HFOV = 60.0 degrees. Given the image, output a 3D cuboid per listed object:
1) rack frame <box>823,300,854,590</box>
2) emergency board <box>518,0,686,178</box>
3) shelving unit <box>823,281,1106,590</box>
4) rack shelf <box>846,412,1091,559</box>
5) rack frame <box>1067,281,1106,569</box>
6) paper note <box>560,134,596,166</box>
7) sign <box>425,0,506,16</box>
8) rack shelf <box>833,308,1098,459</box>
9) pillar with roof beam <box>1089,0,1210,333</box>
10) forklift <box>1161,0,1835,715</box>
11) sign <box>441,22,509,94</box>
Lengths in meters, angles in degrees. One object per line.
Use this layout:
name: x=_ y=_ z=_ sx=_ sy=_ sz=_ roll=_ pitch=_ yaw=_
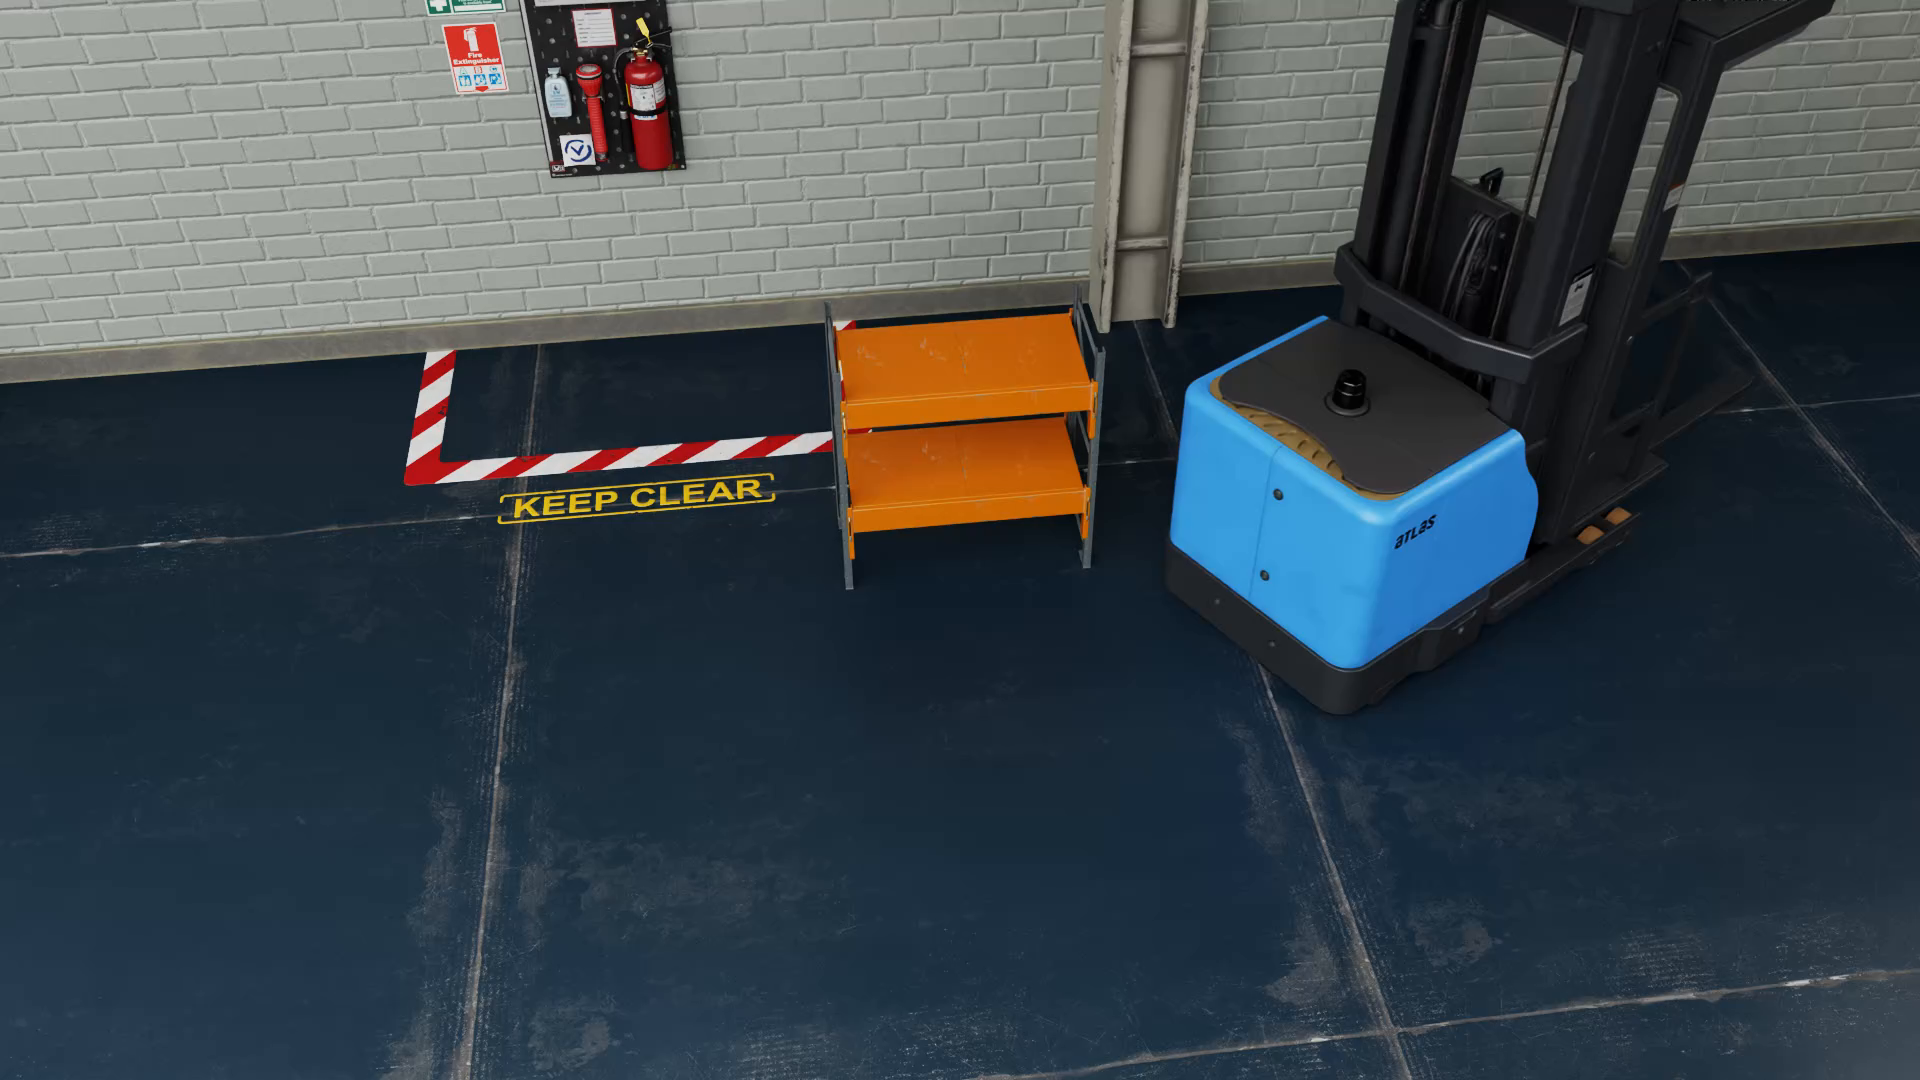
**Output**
rack frame: x=-0.497 y=-0.374 z=6.825 sx=0.032 sy=1.125 sz=0.500 roll=-5 pitch=42 yaw=-6
emergency board: x=-1.576 y=-2.091 z=7.329 sx=0.643 sy=1.169 sz=0.194 roll=-5 pitch=42 yaw=-6
shelving unit: x=0.007 y=-0.418 z=6.874 sx=1.048 sy=1.125 sz=0.538 roll=-5 pitch=42 yaw=-6
rack shelf: x=0.007 y=-0.237 z=7.038 sx=1.000 sy=0.278 sz=0.538 roll=-5 pitch=42 yaw=-6
rack frame: x=0.511 y=-0.462 z=6.923 sx=0.032 sy=1.125 sz=0.500 roll=-5 pitch=42 yaw=-6
paper note: x=-1.761 y=-1.795 z=7.658 sx=0.142 sy=0.148 sz=0.016 roll=-5 pitch=42 yaw=-6
sign: x=-2.132 y=-2.316 z=7.156 sx=0.331 sy=0.109 sz=0.001 roll=-5 pitch=42 yaw=-6
rack shelf: x=0.007 y=-0.636 z=6.678 sx=1.000 sy=0.278 sz=0.538 roll=-5 pitch=42 yaw=-6
pillar with roof beam: x=1.437 y=-1.649 z=2.360 sx=0.400 sy=9.000 sz=9.100 roll=-5 pitch=42 yaw=-6
forklift: x=2.314 y=-1.236 z=6.432 sx=3.031 sy=2.935 sz=1.130 roll=-28 pitch=49 yaw=-27
sign: x=-2.138 y=-2.125 z=7.340 sx=0.234 sy=0.329 sz=0.001 roll=-5 pitch=42 yaw=-6
